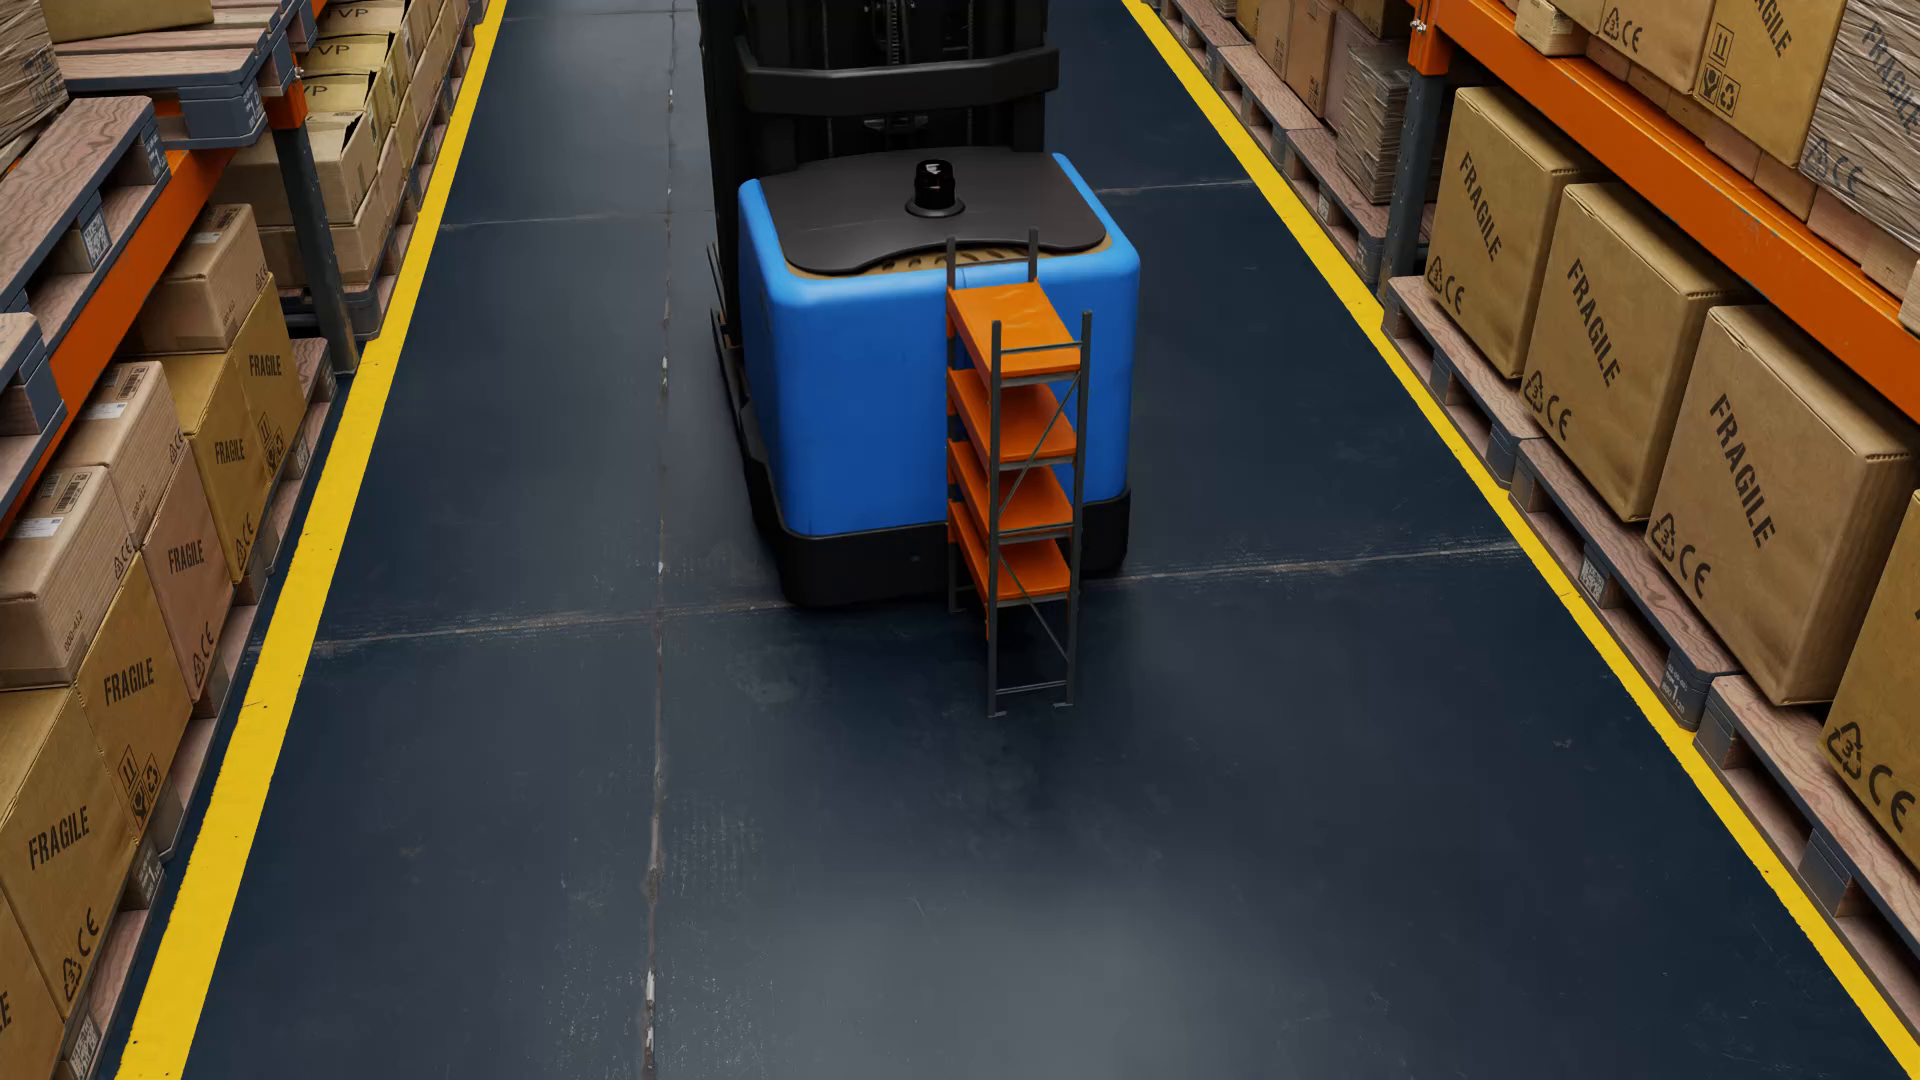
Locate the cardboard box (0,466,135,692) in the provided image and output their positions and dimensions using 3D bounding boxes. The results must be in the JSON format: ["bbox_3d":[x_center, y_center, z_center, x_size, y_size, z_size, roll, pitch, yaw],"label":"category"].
[{"bbox_3d":[-2.156,0.088,3.620,0.500,0.250,0.500,-4,35,-6],"label":"cardboard box"}]

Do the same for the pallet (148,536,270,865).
[{"bbox_3d":[-2.512,0.412,4.458,1.003,0.211,1.213,-4,35,-6],"label":"pallet"}]

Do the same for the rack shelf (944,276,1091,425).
[{"bbox_3d":[0.138,-0.486,4.199,0.258,0.148,0.480,-7,35,-11],"label":"rack shelf"}]

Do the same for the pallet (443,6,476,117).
[{"bbox_3d":[-3.136,-2.511,8.746,1.003,0.211,1.213,-4,35,-6],"label":"pallet"}]

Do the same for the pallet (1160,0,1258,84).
[{"bbox_3d":[1.741,-2.862,9.262,1.003,0.211,1.213,-4,35,-6],"label":"pallet"}]

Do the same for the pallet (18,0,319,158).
[{"bbox_3d":[-2.575,-1.387,4.792,1.213,0.211,1.003,-4,35,-6],"label":"pallet"}]

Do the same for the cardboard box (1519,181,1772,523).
[{"bbox_3d":[2.253,-0.592,4.991,0.750,0.750,0.750,-5,35,-7],"label":"cardboard box"}]

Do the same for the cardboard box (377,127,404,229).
[{"bbox_3d":[-2.584,-1.471,6.814,0.500,0.250,0.500,-5,35,-8],"label":"cardboard box"}]

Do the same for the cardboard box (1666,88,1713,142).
[{"bbox_3d":[2.188,-1.203,4.558,0.380,0.149,0.250,-4,34,-6],"label":"cardboard box"}]

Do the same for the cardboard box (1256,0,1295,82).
[{"bbox_3d":[1.898,-2.615,8.253,0.700,0.500,0.500,-4,34,-6],"label":"cardboard box"}]

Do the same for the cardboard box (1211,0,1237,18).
[{"bbox_3d":[1.750,-3.188,9.093,0.700,0.500,0.500,-3,34,-5],"label":"cardboard box"}]

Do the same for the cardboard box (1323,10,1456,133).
[{"bbox_3d":[2.070,-2.059,7.437,0.700,0.500,0.500,-4,35,-6],"label":"cardboard box"}]

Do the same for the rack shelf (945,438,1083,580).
[{"bbox_3d":[0.138,-0.105,4.458,0.258,0.148,0.480,-7,35,-11],"label":"rack shelf"}]

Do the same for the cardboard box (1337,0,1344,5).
[{"bbox_3d":[1.935,-2.682,7.685,0.500,0.250,0.500,-5,35,-7],"label":"cardboard box"}]

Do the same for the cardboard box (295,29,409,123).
[{"bbox_3d":[-2.661,-2.000,7.091,0.500,0.311,0.500,-5,35,-8],"label":"cardboard box"}]

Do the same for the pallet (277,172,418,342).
[{"bbox_3d":[-2.808,-1.149,6.748,1.003,0.211,1.213,-4,35,-6],"label":"pallet"}]

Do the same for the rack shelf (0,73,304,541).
[{"bbox_3d":[-2.467,-0.426,3.850,1.077,0.370,4.000,-4,35,-6],"label":"rack shelf"}]

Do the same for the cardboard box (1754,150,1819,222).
[{"bbox_3d":[2.232,-0.917,4.137,0.380,0.149,0.250,-3,34,-5],"label":"cardboard box"}]

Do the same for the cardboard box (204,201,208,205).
[{"bbox_3d":[-3.050,-1.382,6.184,0.500,0.311,0.500,-3,34,-5],"label":"cardboard box"}]

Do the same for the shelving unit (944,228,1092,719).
[{"bbox_3d":[0.138,-0.161,4.421,0.258,1.200,0.503,-7,35,-11],"label":"shelving unit"}]

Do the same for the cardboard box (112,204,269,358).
[{"bbox_3d":[-2.366,-0.762,4.868,0.500,0.250,0.500,-3,34,-5],"label":"cardboard box"}]

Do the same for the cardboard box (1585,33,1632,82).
[{"bbox_3d":[2.120,-1.492,4.982,0.380,0.149,0.250,-5,35,-7],"label":"cardboard box"}]

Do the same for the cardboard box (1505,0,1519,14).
[{"bbox_3d":[2.012,-1.778,5.401,0.380,0.149,0.250,-4,34,-6],"label":"cardboard box"}]

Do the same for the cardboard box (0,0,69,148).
[{"bbox_3d":[-2.606,-1.186,3.865,0.700,0.500,0.500,2,34,3],"label":"cardboard box"}]

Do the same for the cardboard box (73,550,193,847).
[{"bbox_3d":[-2.164,0.380,3.858,0.500,0.500,0.500,-4,34,-6],"label":"cardboard box"}]

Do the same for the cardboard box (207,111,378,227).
[{"bbox_3d":[-2.515,-1.422,6.244,0.500,0.311,0.500,-3,34,-5],"label":"cardboard box"}]

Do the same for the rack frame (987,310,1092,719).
[{"bbox_3d":[0.192,-0.027,4.224,0.240,1.200,0.015,-7,35,-11],"label":"rack frame"}]

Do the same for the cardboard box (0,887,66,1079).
[{"bbox_3d":[-2.022,0.956,3.013,0.500,0.500,0.500,-6,35,-9],"label":"cardboard box"}]

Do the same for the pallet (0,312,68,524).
[{"bbox_3d":[-2.197,0.018,2.730,1.003,0.211,1.213,-4,35,-6],"label":"pallet"}]

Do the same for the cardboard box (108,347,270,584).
[{"bbox_3d":[-2.308,-0.195,4.701,0.500,0.500,0.500,-6,35,-8],"label":"cardboard box"}]

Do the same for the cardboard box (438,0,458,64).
[{"bbox_3d":[-2.865,-2.616,8.494,0.500,0.250,0.500,-5,35,-7],"label":"cardboard box"}]

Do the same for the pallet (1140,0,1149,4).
[{"bbox_3d":[1.509,-3.668,10.445,1.003,0.211,1.213,-4,35,-6],"label":"pallet"}]

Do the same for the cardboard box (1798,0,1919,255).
[{"bbox_3d":[2.261,-0.960,3.624,0.500,0.500,0.500,-4,35,-6],"label":"cardboard box"}]

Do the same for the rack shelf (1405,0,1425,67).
[{"bbox_3d":[1.903,-3.035,7.679,1.077,0.370,4.000,-4,35,-6],"label":"rack shelf"}]

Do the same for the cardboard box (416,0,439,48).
[{"bbox_3d":[-2.794,-2.567,7.924,0.500,0.311,0.500,-4,35,-7],"label":"cardboard box"}]

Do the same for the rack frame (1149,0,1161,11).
[{"bbox_3d":[1.634,-4.448,9.114,1.000,3.000,0.127,-4,35,-6],"label":"rack frame"}]

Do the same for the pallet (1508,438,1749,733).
[{"bbox_3d":[2.364,0.061,4.973,1.003,0.211,1.213,-4,35,-6],"label":"pallet"}]

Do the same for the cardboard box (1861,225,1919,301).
[{"bbox_3d":[2.276,-0.627,3.712,0.380,0.149,0.250,-4,35,-6],"label":"cardboard box"}]

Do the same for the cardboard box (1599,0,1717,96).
[{"bbox_3d":[2.111,-1.528,4.458,0.500,0.500,0.500,-5,35,-7],"label":"cardboard box"}]

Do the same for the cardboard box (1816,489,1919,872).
[{"bbox_3d":[2.494,0.378,3.568,0.750,0.750,0.750,-4,34,-6],"label":"cardboard box"}]

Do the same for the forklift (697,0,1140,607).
[{"bbox_3d":[-0.319,-1.842,5.350,1.130,2.935,3.031,-7,35,-11],"label":"forklift"}]

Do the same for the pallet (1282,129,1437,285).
[{"bbox_3d":[2.069,-1.500,7.264,1.003,0.211,1.213,-4,35,-6],"label":"pallet"}]

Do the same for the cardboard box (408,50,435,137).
[{"bbox_3d":[-2.728,-2.047,7.659,0.500,0.250,0.500,-4,34,-5],"label":"cardboard box"}]
